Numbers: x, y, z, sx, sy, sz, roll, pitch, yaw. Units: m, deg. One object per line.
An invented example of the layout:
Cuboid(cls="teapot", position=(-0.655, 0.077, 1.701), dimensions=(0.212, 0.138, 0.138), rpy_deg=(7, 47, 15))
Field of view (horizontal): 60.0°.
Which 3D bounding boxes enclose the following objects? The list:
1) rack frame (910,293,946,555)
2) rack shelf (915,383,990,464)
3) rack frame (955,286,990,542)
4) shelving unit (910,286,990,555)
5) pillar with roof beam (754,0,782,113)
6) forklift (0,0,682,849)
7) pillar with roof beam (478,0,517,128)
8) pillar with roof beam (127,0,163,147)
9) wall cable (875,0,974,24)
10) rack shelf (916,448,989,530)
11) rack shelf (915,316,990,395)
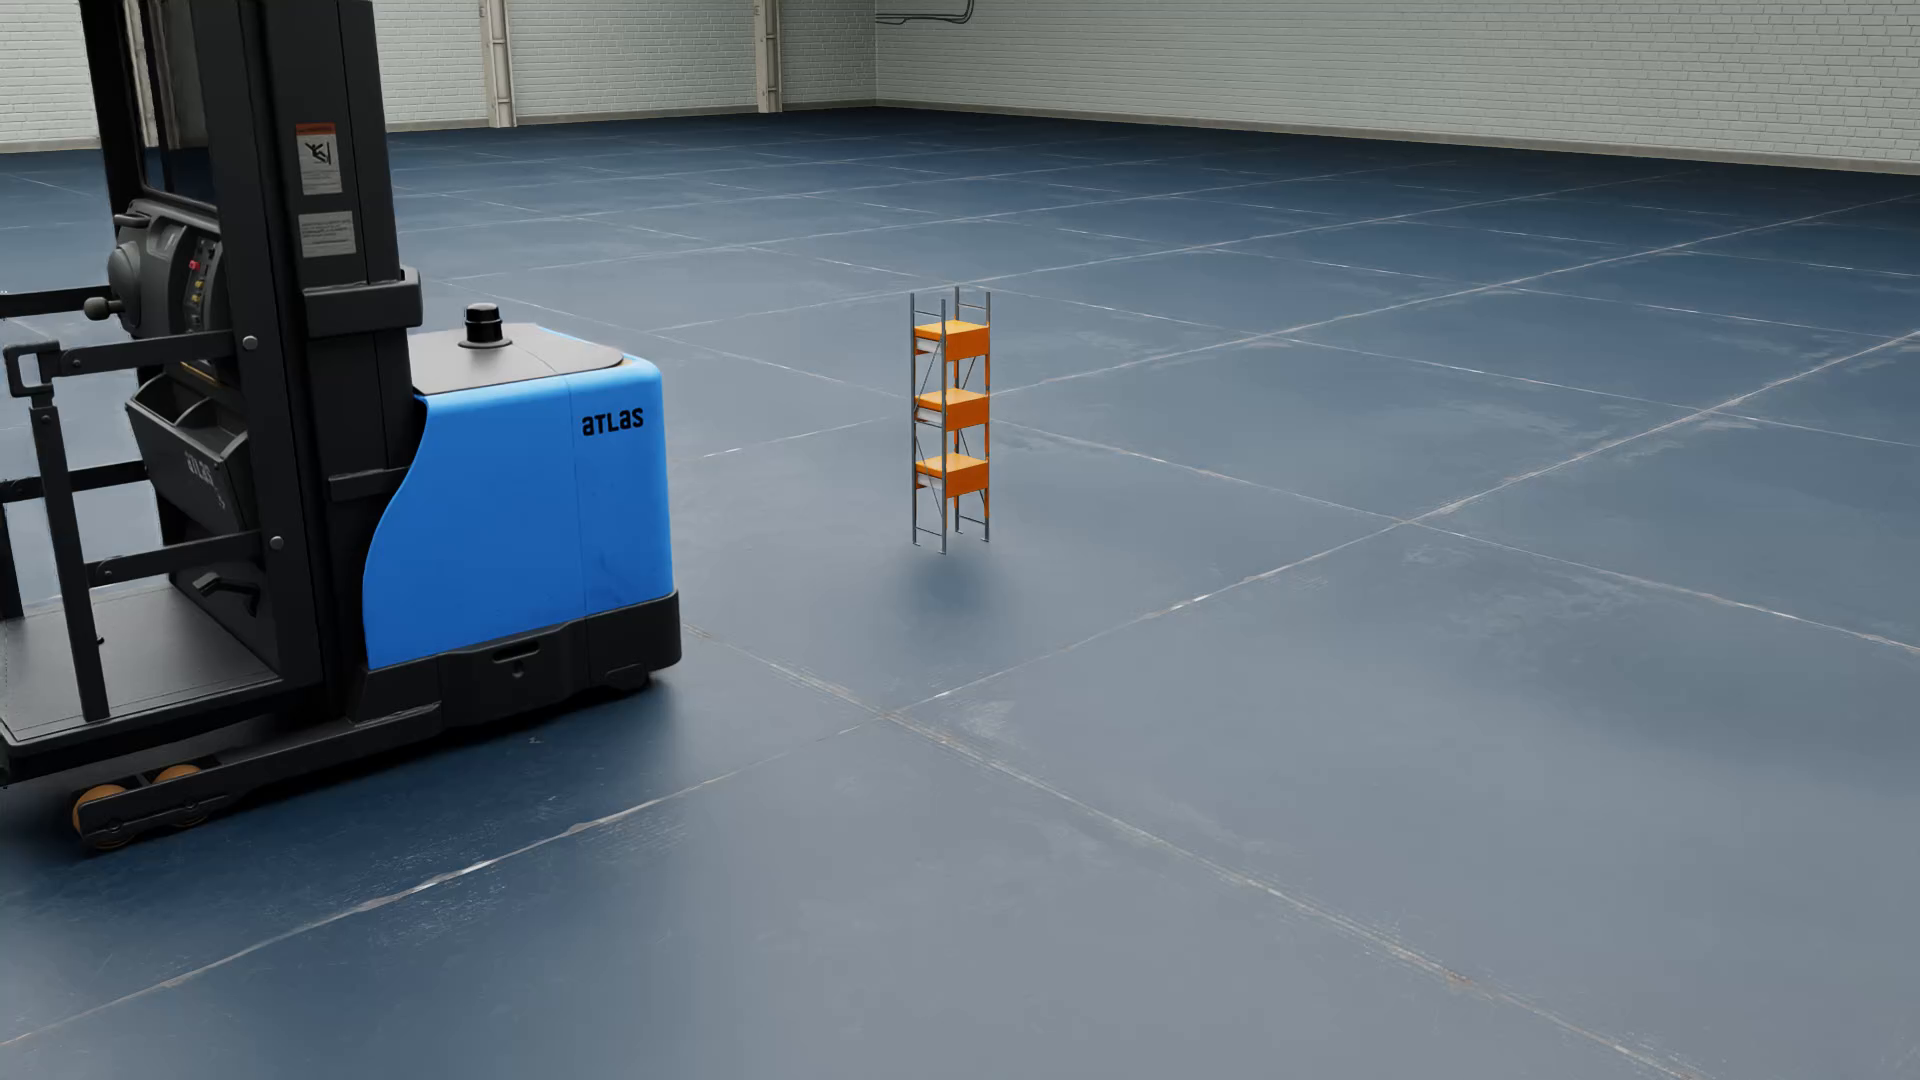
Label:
Cuboid(cls="rack frame", position=(-0.128, -0.462, 6.708), dimensions=(0.008, 1.050, 0.200), rpy_deg=(-16, 24, -41))
Cuboid(cls="rack shelf", position=(-0.039, -0.478, 6.791), dimensions=(0.240, 0.259, 0.215), rpy_deg=(-16, 24, -41))
Cuboid(cls="rack frame", position=(0.050, -0.514, 6.868), dimensions=(0.008, 1.050, 0.200), rpy_deg=(-16, 24, -41))
Cuboid(cls="shelving unit", position=(-0.039, -0.488, 6.788), dimensions=(0.252, 1.050, 0.215), rpy_deg=(-16, 24, -41))
Cuboid(cls="pillar with roof beam", position=(-0.907, -12.022, 29.474), dimensions=(0.400, 9.000, 9.100), rpy_deg=(-16, 24, -41))
Cuboid(cls="forklift", position=(-2.382, -0.752, 4.552), dimensions=(3.031, 2.935, 1.130), rpy_deg=(-14, 23, -38))
Cuboid(cls="pillar with roof beam", position=(-5.266, -10.751, 25.553), dimensions=(0.400, 9.000, 9.100), rpy_deg=(-16, 24, -41))
Cuboid(cls="pillar with roof beam", position=(-9.626, -9.480, 21.632), dimensions=(0.400, 9.000, 9.100), rpy_deg=(-16, 24, -41))
Cuboid(cls="wall cable", position=(-0.815, -11.838, 33.940), dimensions=(0.112, 2.526, 3.097), rpy_deg=(-16, 24, -41))
Cuboid(cls="rack shelf", position=(-0.039, -0.214, 6.877), dimensions=(0.240, 0.259, 0.215), rpy_deg=(-16, 24, -41))
Cuboid(cls="rack shelf", position=(-0.039, -0.748, 6.704), dimensions=(0.240, 0.259, 0.215), rpy_deg=(-16, 24, -41))
